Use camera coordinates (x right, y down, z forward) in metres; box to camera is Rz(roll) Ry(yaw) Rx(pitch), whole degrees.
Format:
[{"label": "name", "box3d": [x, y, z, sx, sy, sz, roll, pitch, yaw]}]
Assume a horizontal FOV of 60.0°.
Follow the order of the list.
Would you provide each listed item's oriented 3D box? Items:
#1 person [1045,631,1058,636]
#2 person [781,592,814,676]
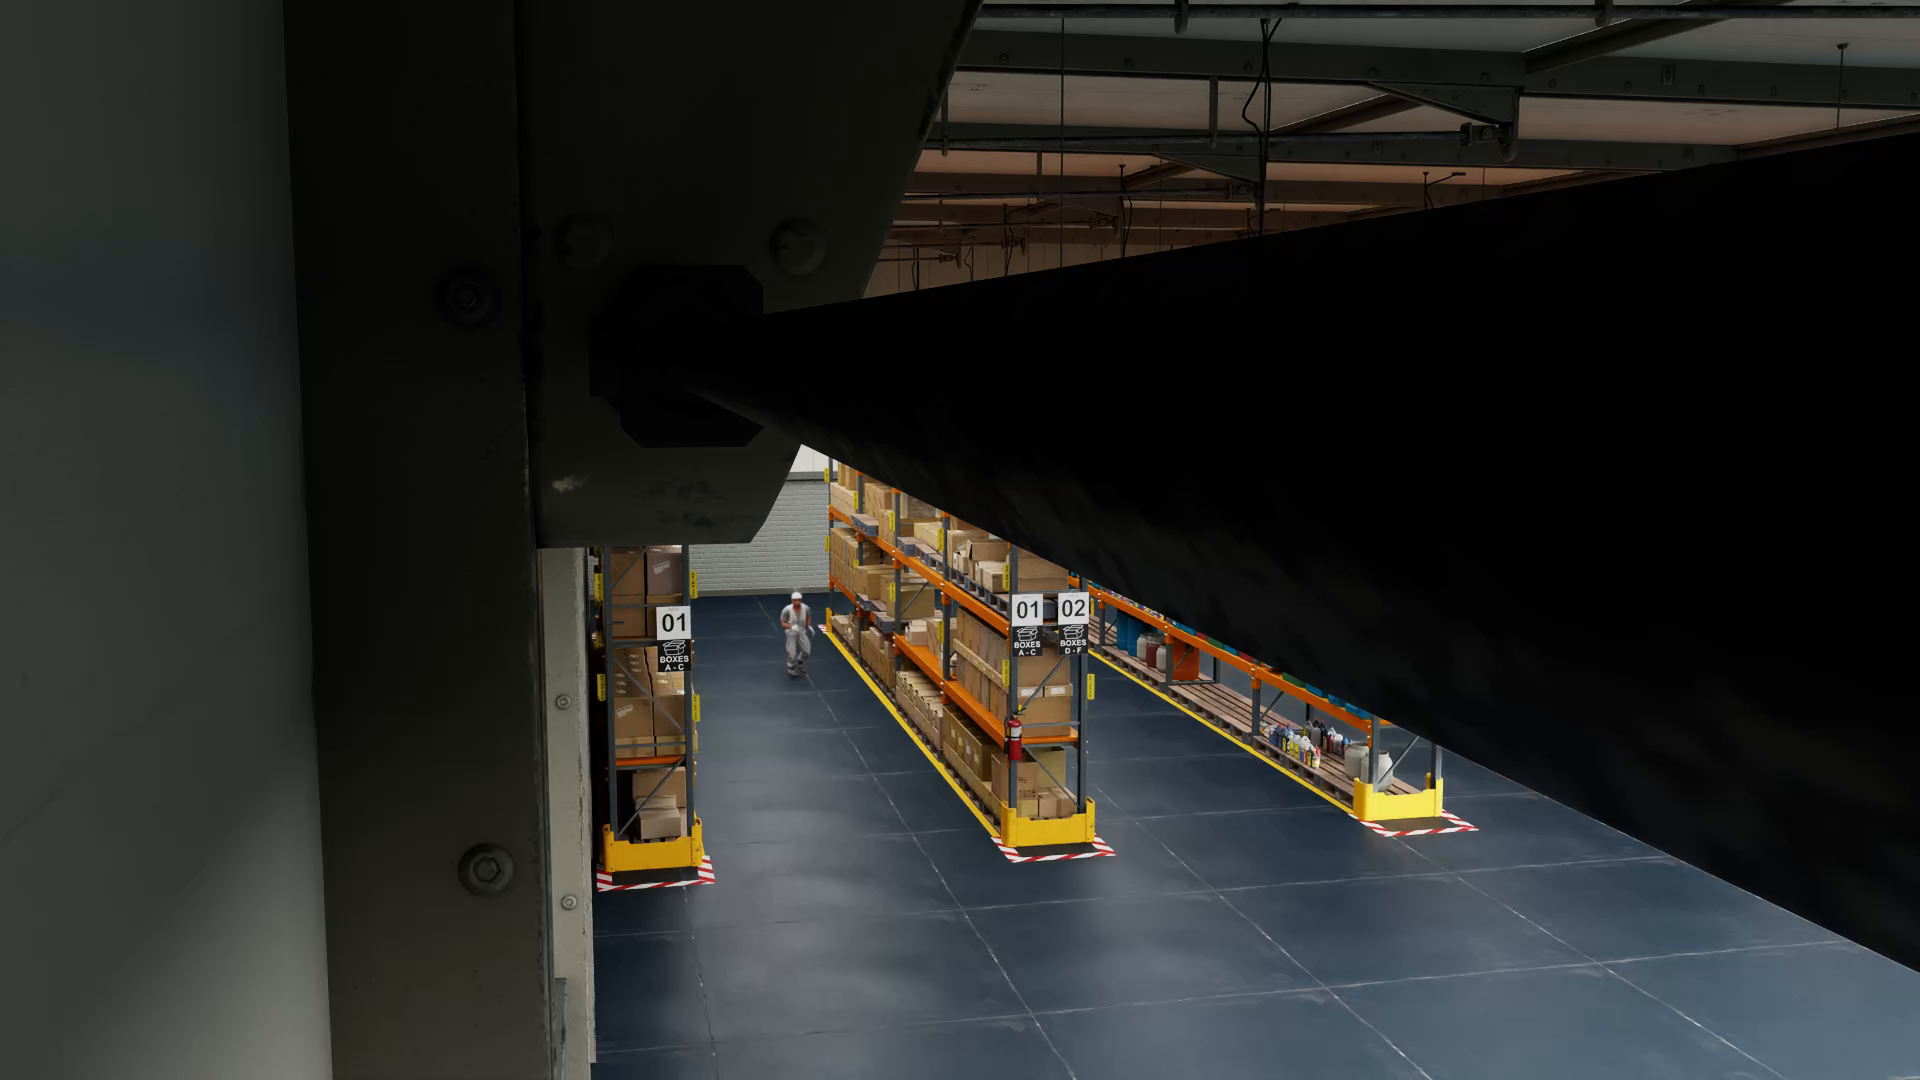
[{"label": "person", "box3d": [1.469, 1.910, 29.840, 0.650, 1.791, 0.710, -4, 8, -28]}, {"label": "person", "box3d": [-3.055, 1.790, 31.342, 0.688, 1.673, 0.792, -3, 7, -21]}]
